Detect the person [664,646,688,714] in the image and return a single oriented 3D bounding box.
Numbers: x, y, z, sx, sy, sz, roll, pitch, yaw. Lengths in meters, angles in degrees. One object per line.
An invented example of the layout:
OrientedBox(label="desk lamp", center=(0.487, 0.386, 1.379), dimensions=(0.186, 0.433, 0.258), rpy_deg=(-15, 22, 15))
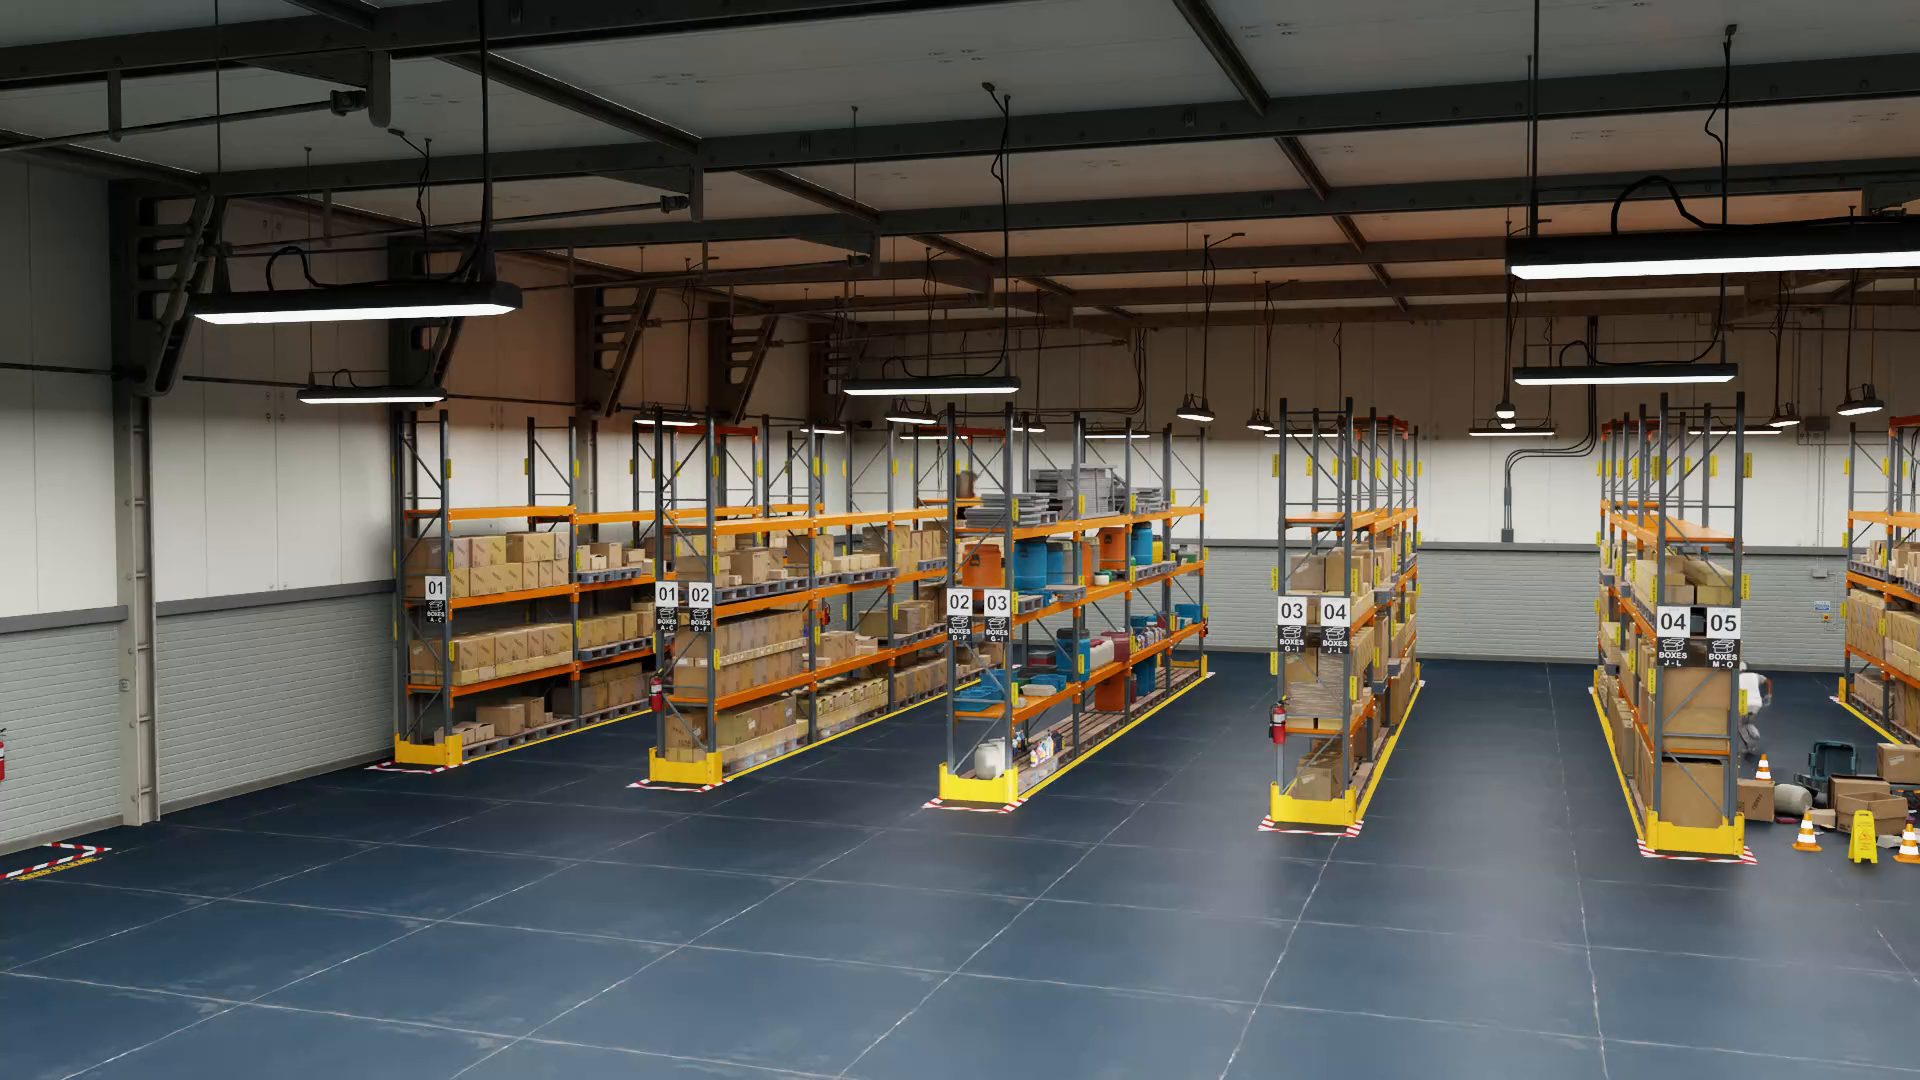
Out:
OrientedBox(label="person", center=(-5.231, 2.823, 30.945), dimensions=(0.706, 1.737, 1.035), rpy_deg=(0, 2, 1))

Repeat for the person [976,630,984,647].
OrientedBox(label="person", center=(0.649, 2.325, 43.056), dimensions=(0.810, 1.724, 0.581), rpy_deg=(0, 2, -9))

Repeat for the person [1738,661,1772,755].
OrientedBox(label="person", center=(13.920, 2.951, 29.345), dimensions=(0.720, 1.588, 0.828), rpy_deg=(0, 2, 3))

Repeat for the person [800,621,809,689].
OrientedBox(label="person", center=(-3.431, 2.638, 37.714), dimensions=(0.611, 1.620, 0.817), rpy_deg=(-1, 3, -21))
